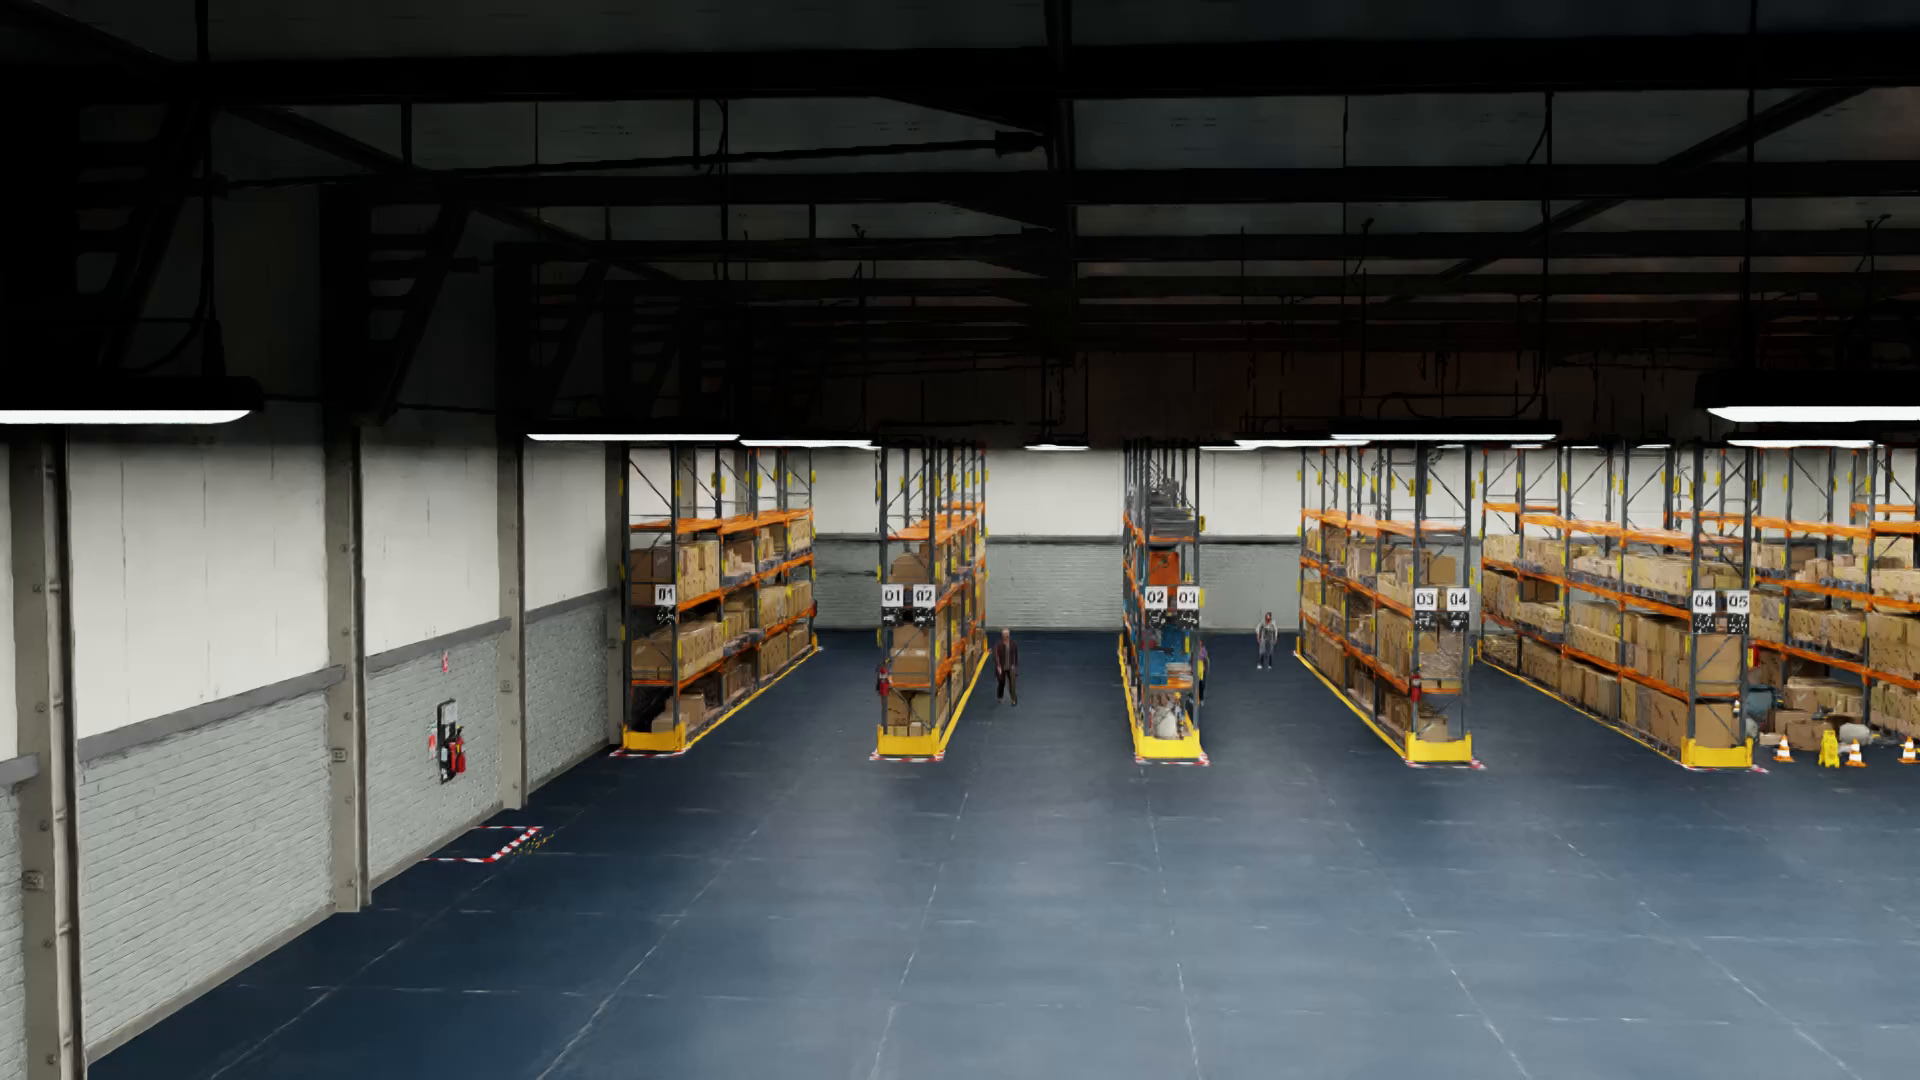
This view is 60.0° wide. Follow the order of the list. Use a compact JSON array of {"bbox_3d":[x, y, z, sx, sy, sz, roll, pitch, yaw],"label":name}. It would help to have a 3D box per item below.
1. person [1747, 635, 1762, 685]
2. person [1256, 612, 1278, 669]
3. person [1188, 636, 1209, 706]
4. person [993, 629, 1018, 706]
[{"bbox_3d":[17.130,2.918,36.048,0.578,1.721,0.654,2,4,32],"label":"person"},{"bbox_3d":[8.044,2.635,43.598,0.566,1.526,0.519,0,3,2],"label":"person"},{"bbox_3d":[5.351,2.952,37.583,0.544,1.528,0.603,0,3,-5],"label":"person"},{"bbox_3d":[1.032,2.855,37.411,0.577,1.699,1.103,0,3,-4],"label":"person"}]
